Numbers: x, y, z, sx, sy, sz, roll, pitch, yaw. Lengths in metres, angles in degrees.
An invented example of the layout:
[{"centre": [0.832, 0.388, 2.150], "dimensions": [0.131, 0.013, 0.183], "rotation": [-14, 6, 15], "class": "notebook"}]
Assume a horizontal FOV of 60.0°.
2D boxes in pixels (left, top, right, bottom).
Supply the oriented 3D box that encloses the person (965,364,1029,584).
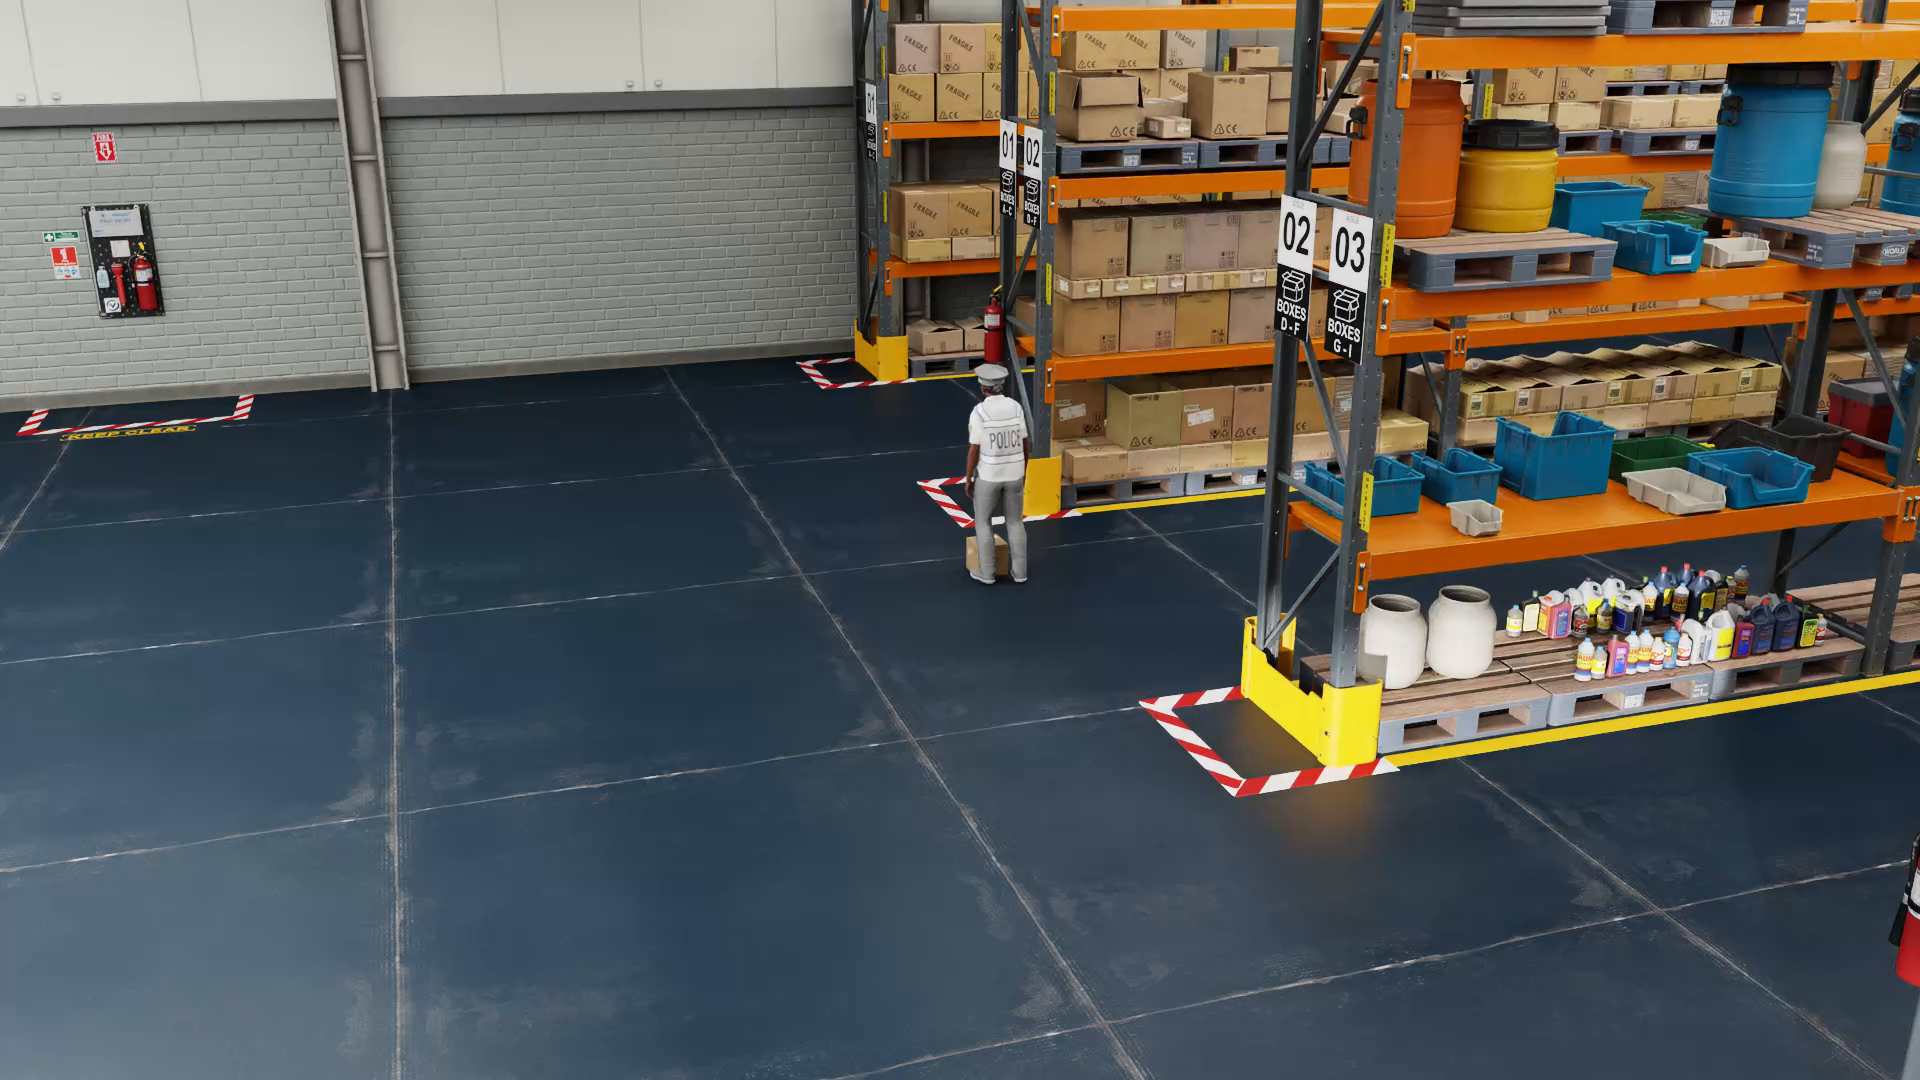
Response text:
[{"centre": [0.282, -0.474, 12.415], "dimensions": [0.532, 1.660, 0.423], "rotation": [-7, 21, -20], "class": "person"}]
